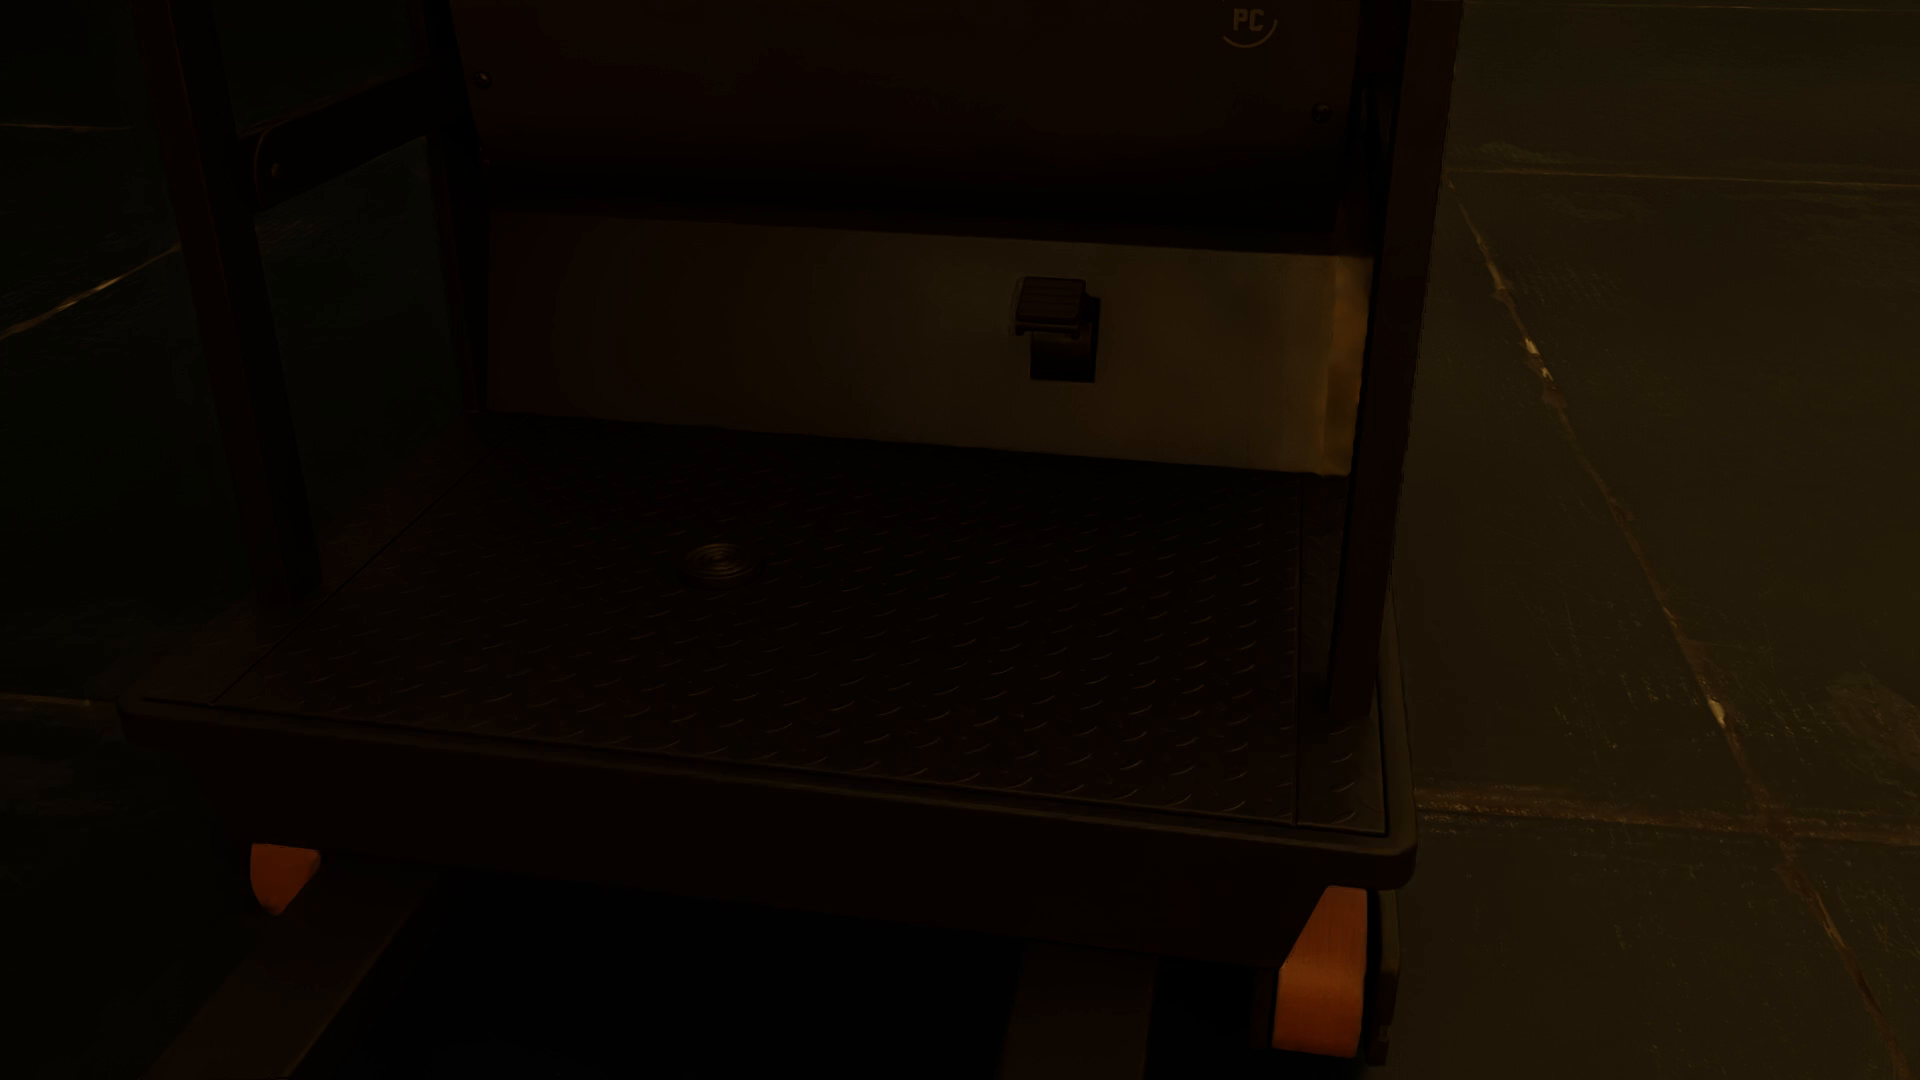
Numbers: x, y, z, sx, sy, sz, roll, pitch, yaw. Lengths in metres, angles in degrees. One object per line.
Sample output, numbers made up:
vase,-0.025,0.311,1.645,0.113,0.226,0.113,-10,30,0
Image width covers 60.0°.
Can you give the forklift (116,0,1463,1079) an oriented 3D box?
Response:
forklift,-0.105,-1.012,1.246,1.130,2.935,3.031,5,27,10
